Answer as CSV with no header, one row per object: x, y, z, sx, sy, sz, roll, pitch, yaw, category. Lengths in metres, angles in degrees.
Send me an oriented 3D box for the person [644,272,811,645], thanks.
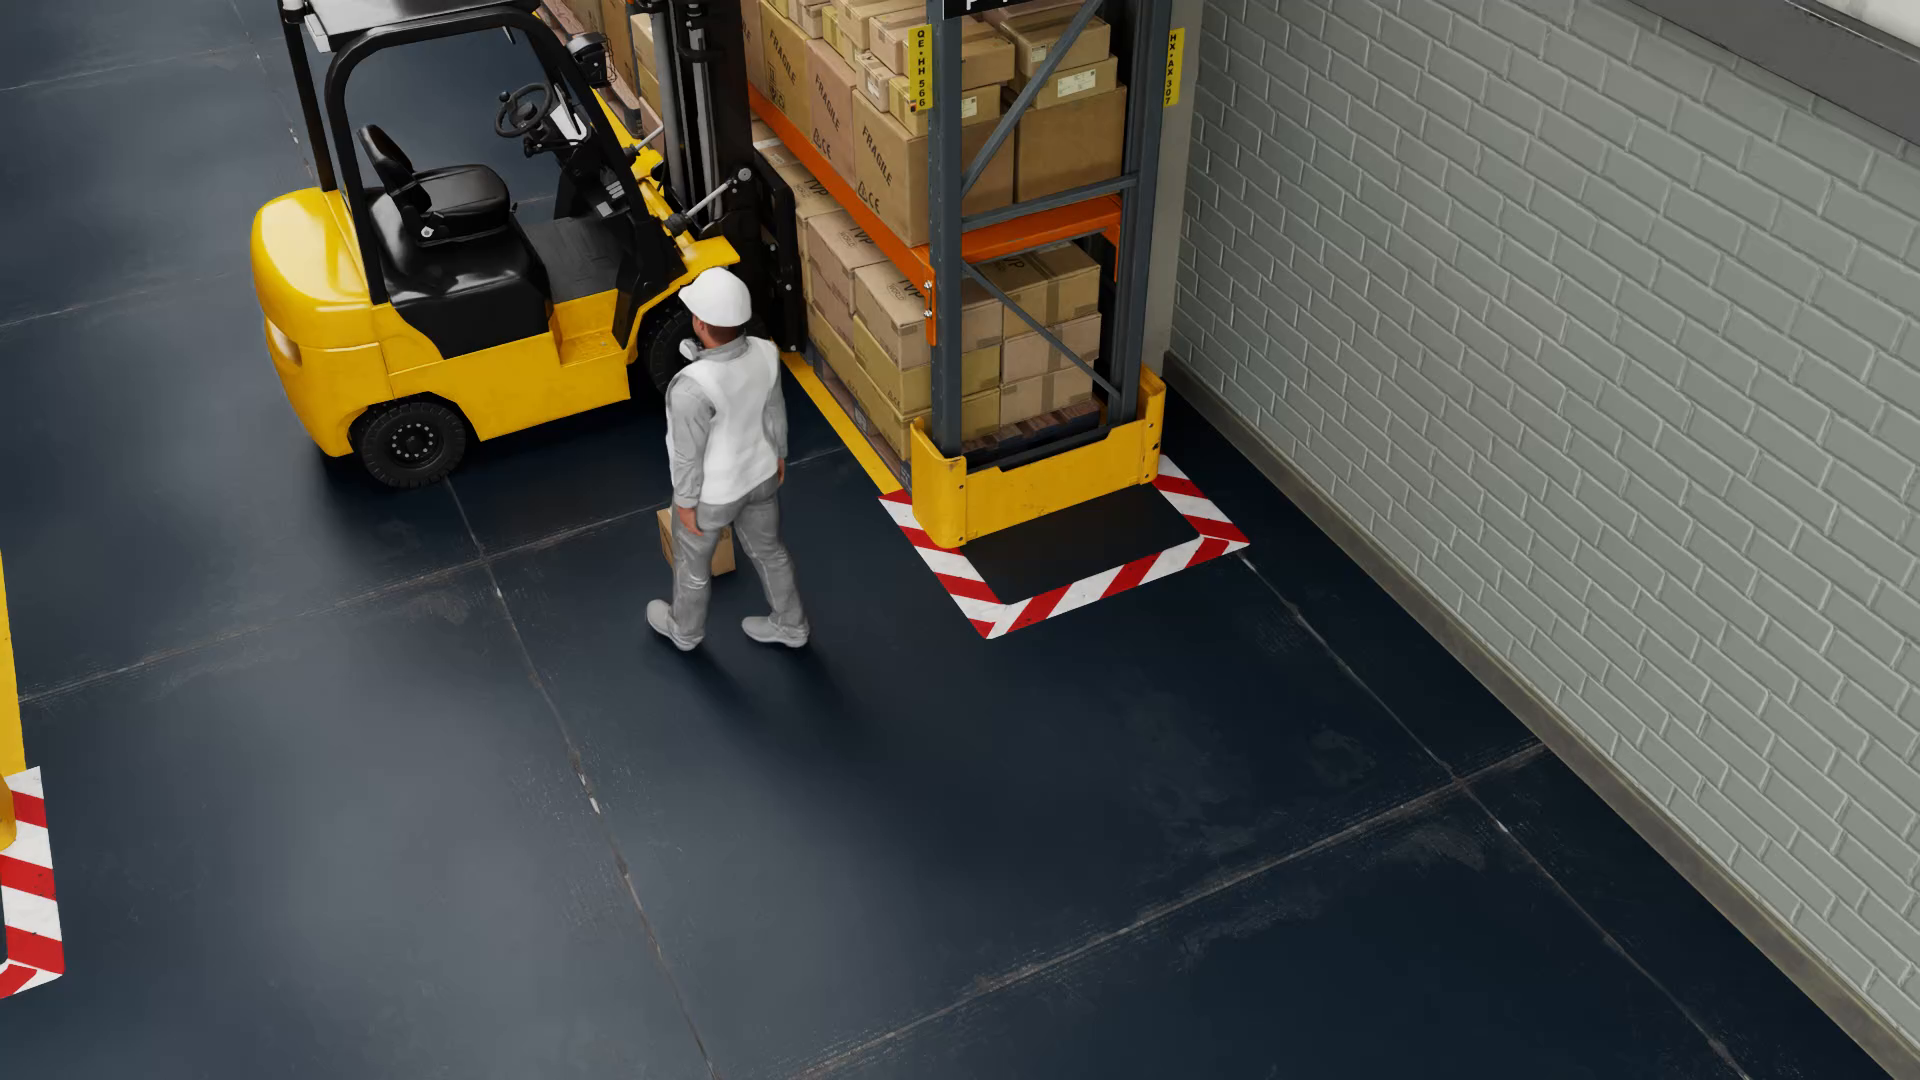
-0.957,-0.286,6.496,0.551,1.812,0.462,-18,44,-20,person
